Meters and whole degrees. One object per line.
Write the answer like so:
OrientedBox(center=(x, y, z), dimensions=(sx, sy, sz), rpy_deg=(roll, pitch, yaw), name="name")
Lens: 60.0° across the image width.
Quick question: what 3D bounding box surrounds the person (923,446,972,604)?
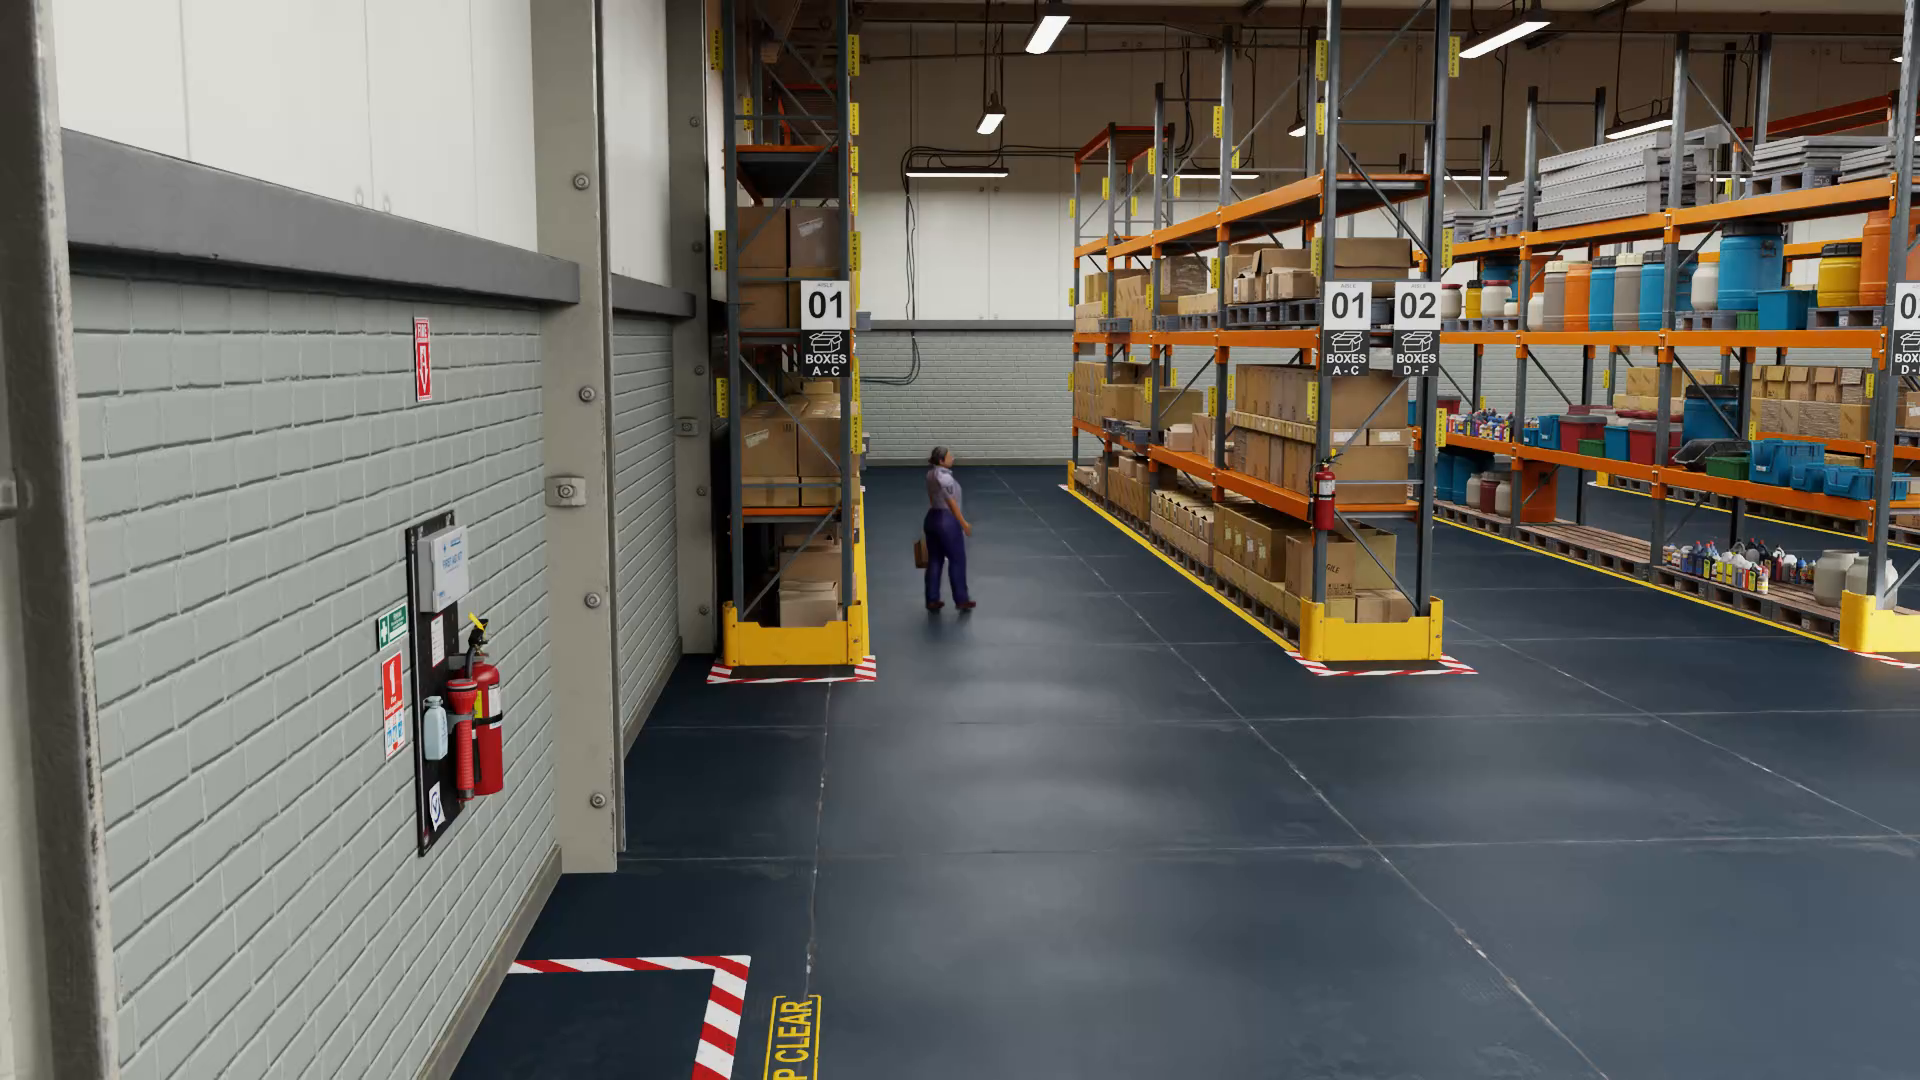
OrientedBox(center=(-0.151, -0.159, 16.697), dimensions=(0.396, 1.581, 0.494), rpy_deg=(-4, 8, -30), name="person")
